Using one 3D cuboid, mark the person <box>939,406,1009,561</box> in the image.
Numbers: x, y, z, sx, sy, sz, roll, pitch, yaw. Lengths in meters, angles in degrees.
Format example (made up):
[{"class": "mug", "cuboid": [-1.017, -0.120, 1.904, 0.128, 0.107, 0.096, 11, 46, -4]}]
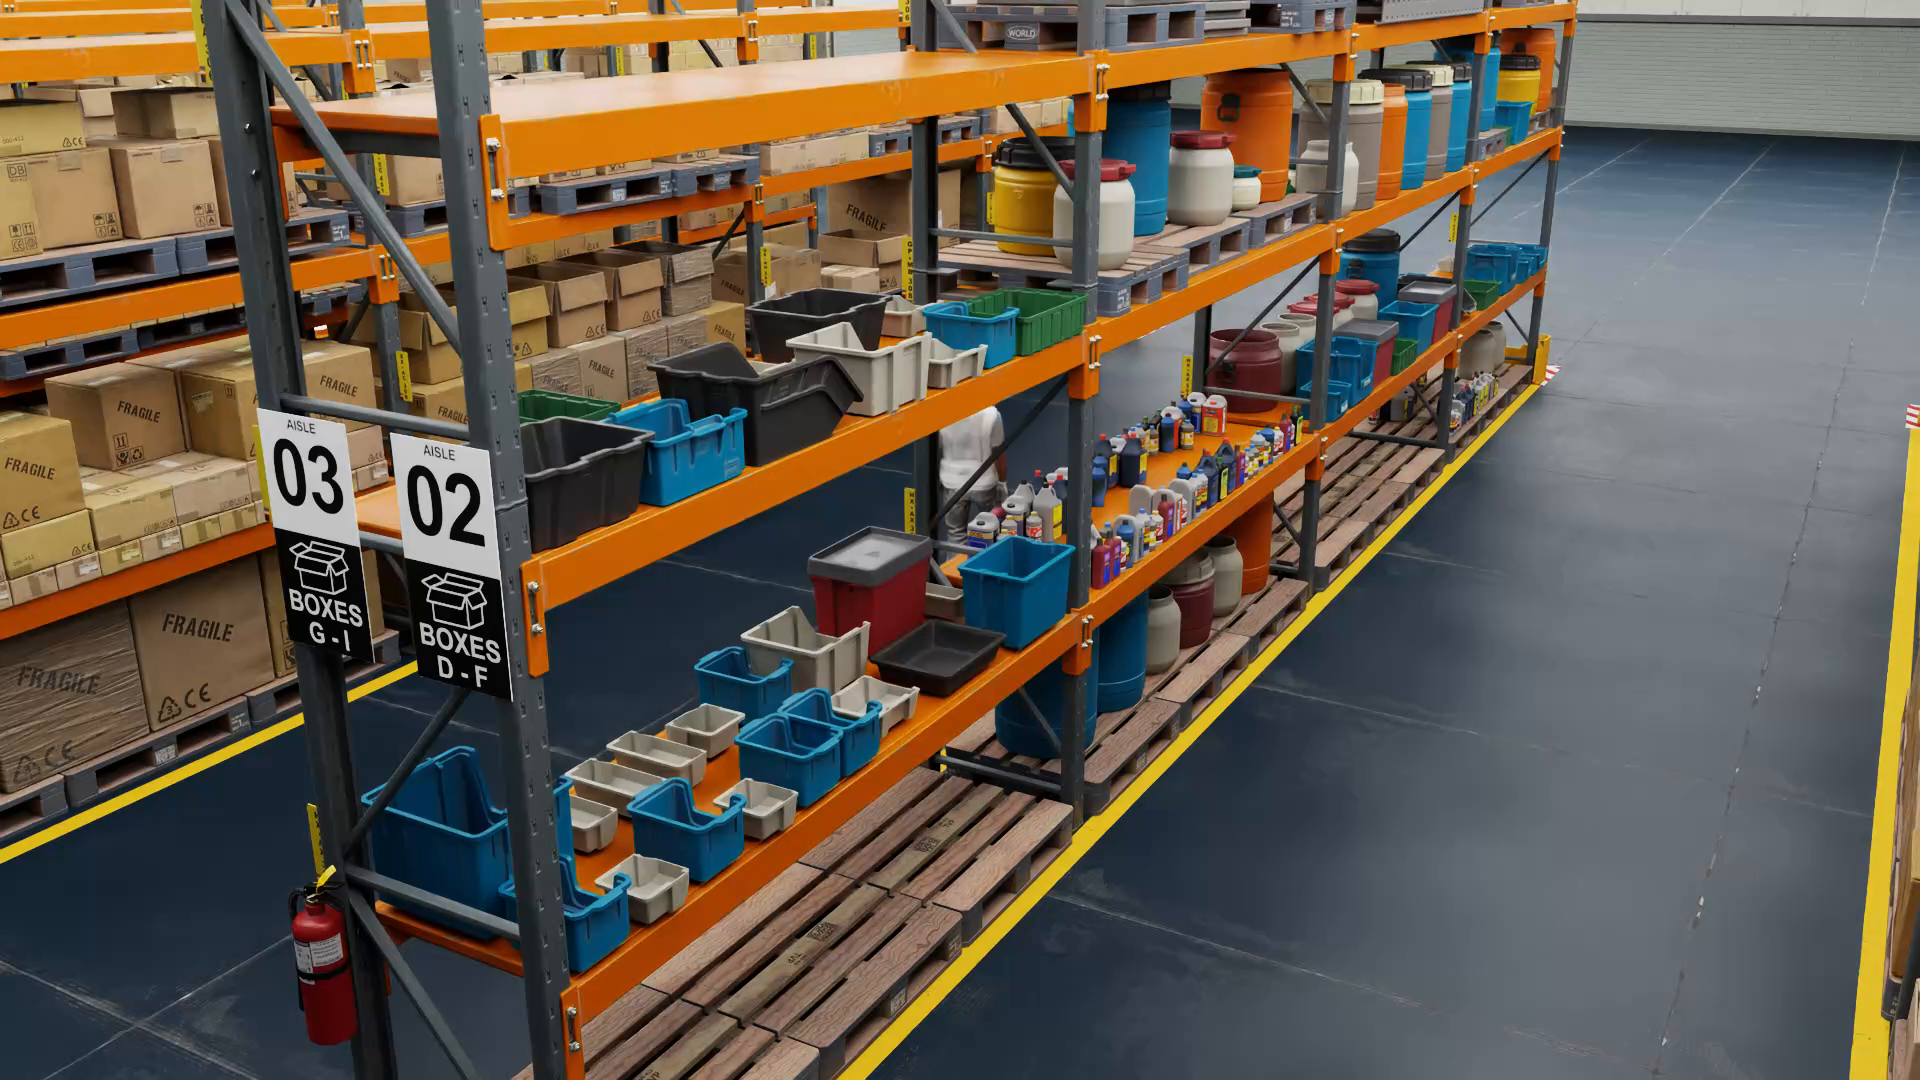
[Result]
[{"class": "person", "cuboid": [0.071, -0.446, 12.146, 0.593, 1.716, 0.423, 2, 19, 6]}]
